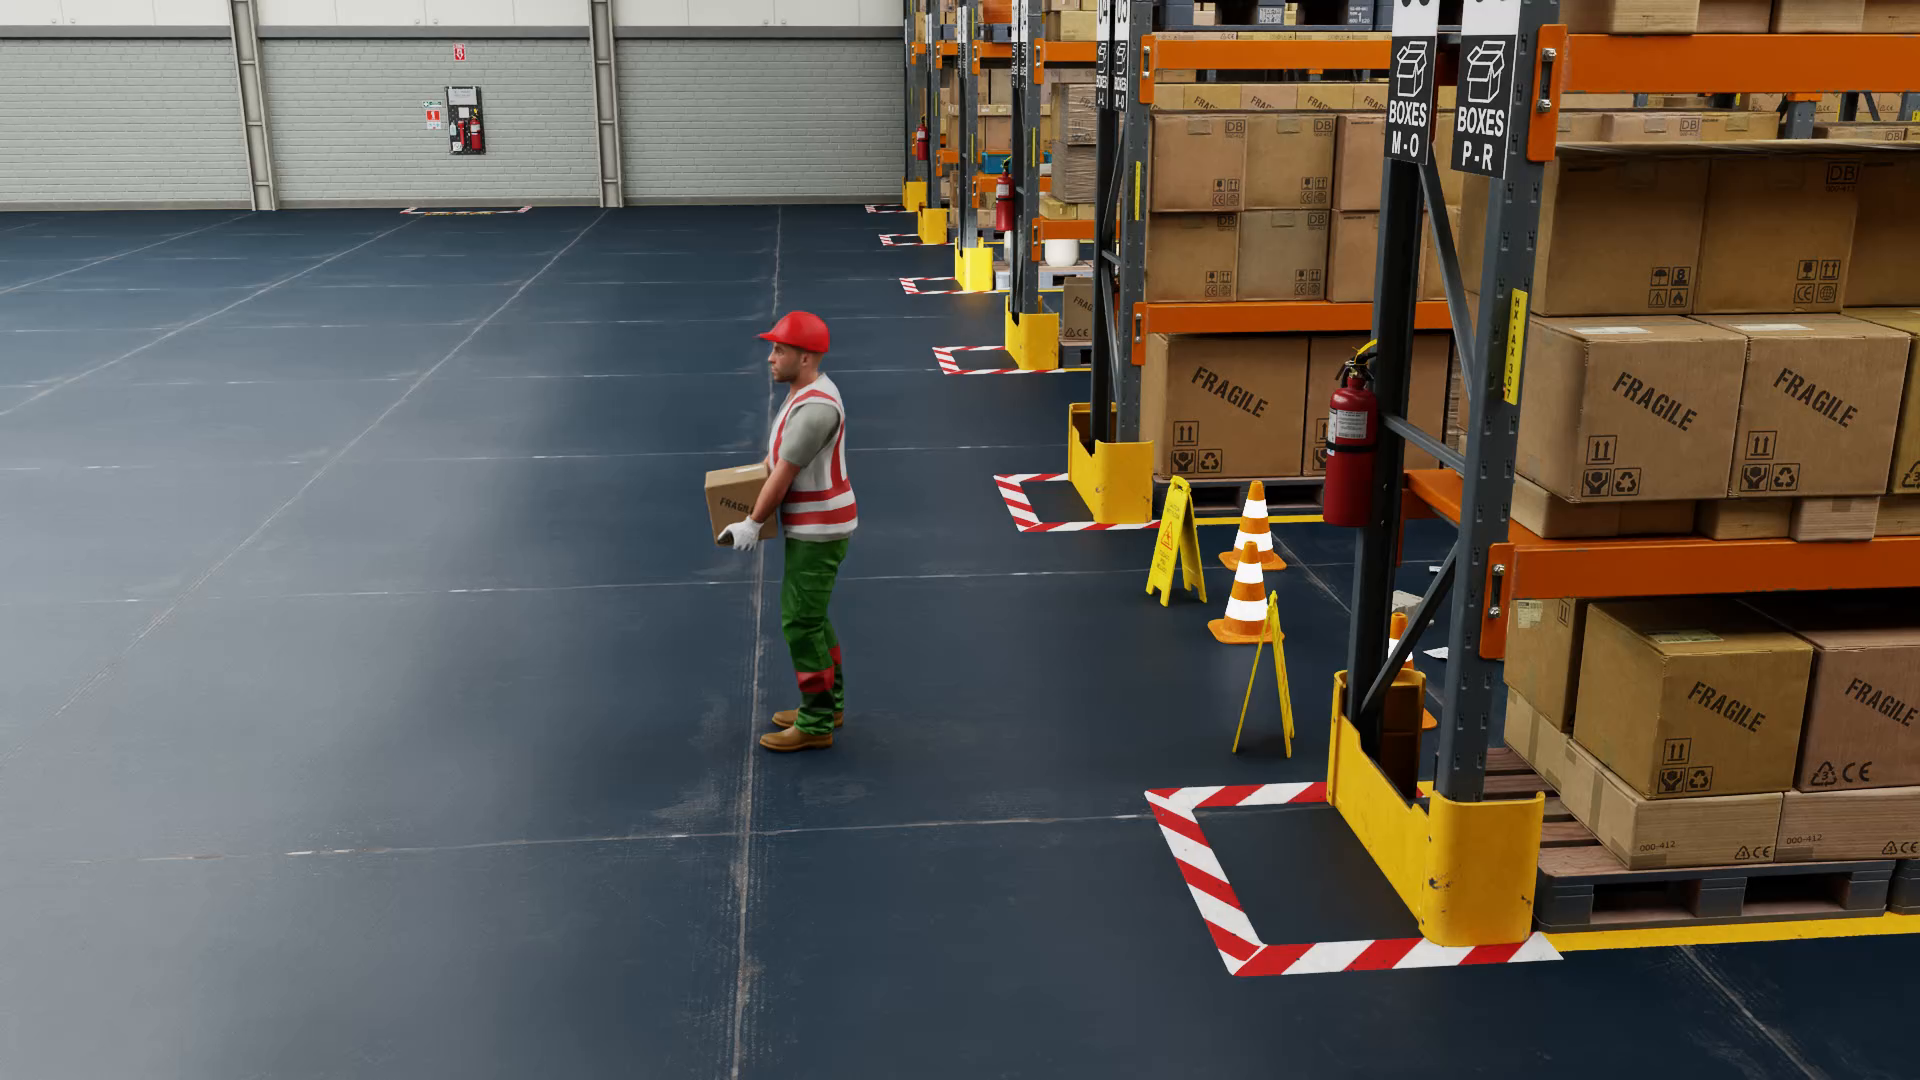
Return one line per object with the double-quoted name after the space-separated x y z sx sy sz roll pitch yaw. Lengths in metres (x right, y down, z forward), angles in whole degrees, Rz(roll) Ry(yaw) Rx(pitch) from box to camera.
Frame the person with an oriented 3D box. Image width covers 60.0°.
-0.690 -0.028 6.686 0.559 1.784 0.495 -2 17 -7 "person"
